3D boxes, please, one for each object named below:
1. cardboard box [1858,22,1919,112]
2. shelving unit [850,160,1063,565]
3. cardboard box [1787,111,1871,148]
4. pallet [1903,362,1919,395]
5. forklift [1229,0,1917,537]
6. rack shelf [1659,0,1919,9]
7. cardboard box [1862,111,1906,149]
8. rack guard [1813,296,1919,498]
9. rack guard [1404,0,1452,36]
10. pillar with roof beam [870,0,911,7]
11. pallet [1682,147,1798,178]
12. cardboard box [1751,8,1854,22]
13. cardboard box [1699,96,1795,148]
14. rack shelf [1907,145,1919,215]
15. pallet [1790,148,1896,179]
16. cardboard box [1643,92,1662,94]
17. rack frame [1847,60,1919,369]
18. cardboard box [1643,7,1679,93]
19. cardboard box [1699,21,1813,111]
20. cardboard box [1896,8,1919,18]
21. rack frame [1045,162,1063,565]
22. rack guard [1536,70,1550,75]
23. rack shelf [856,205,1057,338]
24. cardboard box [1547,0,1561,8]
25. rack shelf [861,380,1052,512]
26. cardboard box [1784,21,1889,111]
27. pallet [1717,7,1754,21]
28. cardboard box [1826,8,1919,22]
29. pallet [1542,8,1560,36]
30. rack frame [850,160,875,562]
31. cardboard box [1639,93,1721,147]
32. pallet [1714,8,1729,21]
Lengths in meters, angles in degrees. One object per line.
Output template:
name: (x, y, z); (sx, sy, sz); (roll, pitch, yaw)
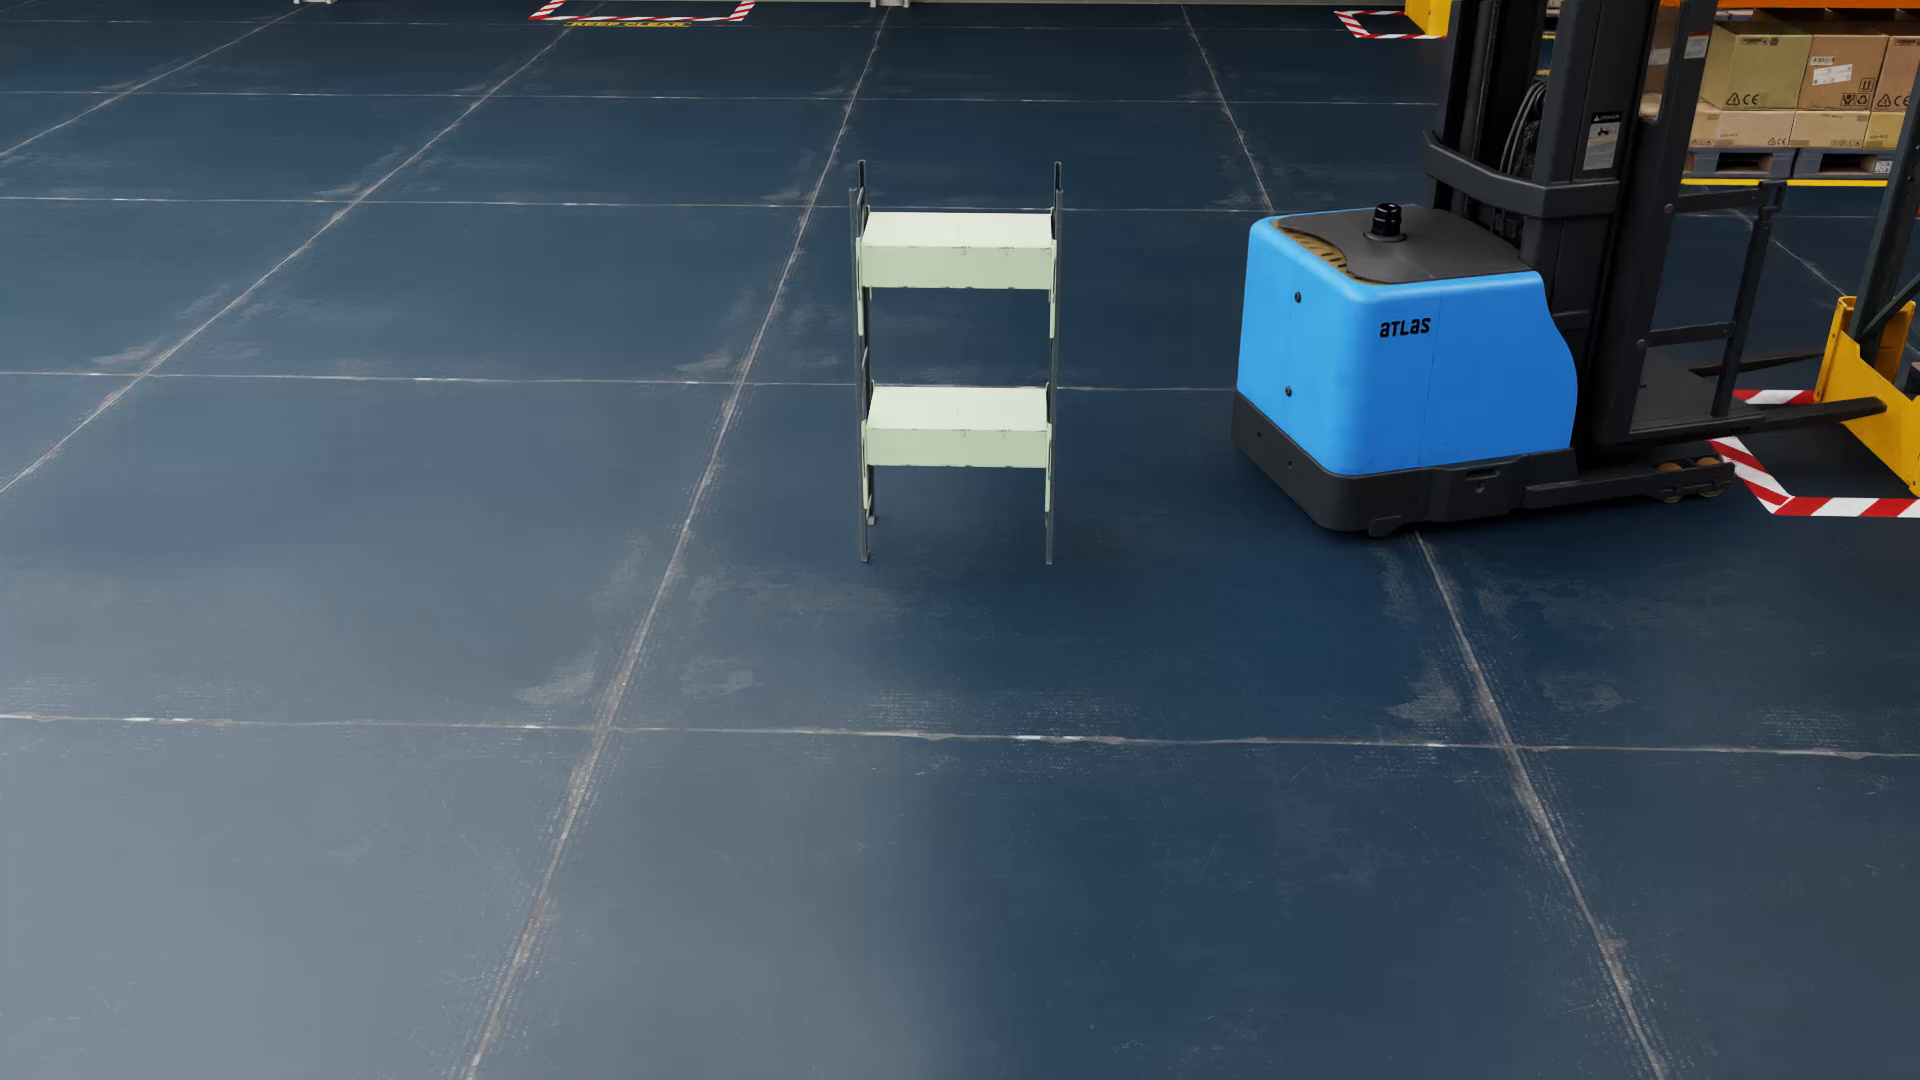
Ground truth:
cardboard box: (6.405, -3.218, 11.305); (0.500, 0.500, 0.500); (1, 28, 2)
shelving unit: (-0.007, -0.663, 6.399); (0.755, 1.500, 0.431); (1, 28, 2)
cardboard box: (5.906, -2.898, 11.502); (0.500, 0.250, 0.500); (1, 28, 2)
pallet: (5.089, -0.510, 7.486); (1.213, 0.211, 1.003); (1, 28, 2)
forklift: (2.785, -1.683, 6.795); (3.031, 2.935, 1.130); (-8, 29, -14)
rack shelf: (6.377, -3.705, 11.304); (4.000, 0.370, 1.077); (1, 28, 2)
cardboard box: (6.406, -2.888, 11.482); (0.500, 0.250, 0.500); (1, 28, 2)
rack guard: (4.277, -0.653, 7.449); (0.348, 0.500, 1.175); (1, 28, 2)
rack guard: (4.625, -5.269, 16.155); (0.348, 0.500, 1.175); (1, 28, 2)
pillar with roof beam: (-0.869, -7.502, 11.294); (0.400, 9.000, 9.100); (1, 28, 2)
pallet: (5.144, -2.830, 11.864); (1.213, 0.211, 1.003); (1, 28, 2)
cardboard box: (5.925, -3.478, 11.795); (0.500, 0.500, 0.500); (1, 28, 2)
cardboard box: (5.406, -2.907, 11.518); (0.500, 0.250, 0.500); (1, 28, 2)
rack shelf: (6.199, -1.386, 6.930); (4.000, 0.370, 1.077); (1, 28, 2)
pallet: (6.360, -2.809, 11.823); (1.213, 0.211, 1.003); (1, 28, 2)
cardboard box: (4.925, -3.156, 11.987); (0.500, 0.250, 0.500); (1, 28, 2)
rack frame: (4.200, -1.737, 6.824); (0.127, 3.000, 1.000); (1, 28, 2)
cardboard box: (4.925, -3.488, 11.814); (0.500, 0.500, 0.500); (1, 28, 2)
cardboard box: (5.406, -3.237, 11.341); (0.500, 0.500, 0.500); (1, 28, 2)
cardboard box: (6.924, -3.462, 11.765); (0.500, 0.500, 0.500); (1, 28, 2)
rack frame: (0.359, -0.657, 6.388); (0.023, 1.500, 0.400); (1, 28, 2)
rack guard: (4.354, -2.951, 11.784); (0.348, 0.500, 1.175); (1, 28, 2)
rack shelf: (-0.007, -1.008, 6.216); (0.720, 0.370, 0.431); (1, 28, 2)
cardboard box: (5.808, -5.318, 15.980); (0.500, 0.311, 0.500); (3, 28, 6)
rack shelf: (-0.007, -0.375, 6.552); (0.720, 0.370, 0.431); (1, 28, 2)
cardboard box: (5.906, -3.235, 11.336); (0.500, 0.500, 0.500); (1, 28, 2)
pallet: (7.875, -5.071, 16.090); (1.213, 0.211, 1.003); (1, 28, 2)
cardboard box: (6.424, -3.469, 11.779); (0.500, 0.500, 0.500); (1, 28, 2)
pallet: (5.436, -5.111, 16.166); (1.213, 0.211, 1.003); (1, 28, 2)
rack frame: (-0.372, -0.669, 6.410); (0.023, 1.500, 0.400); (1, 28, 2)
cardboard box: (4.907, -2.913, 11.530); (0.500, 0.250, 0.500); (1, 28, 2)
pallet: (6.652, -5.089, 16.125); (1.213, 0.211, 1.003); (1, 28, 2)
